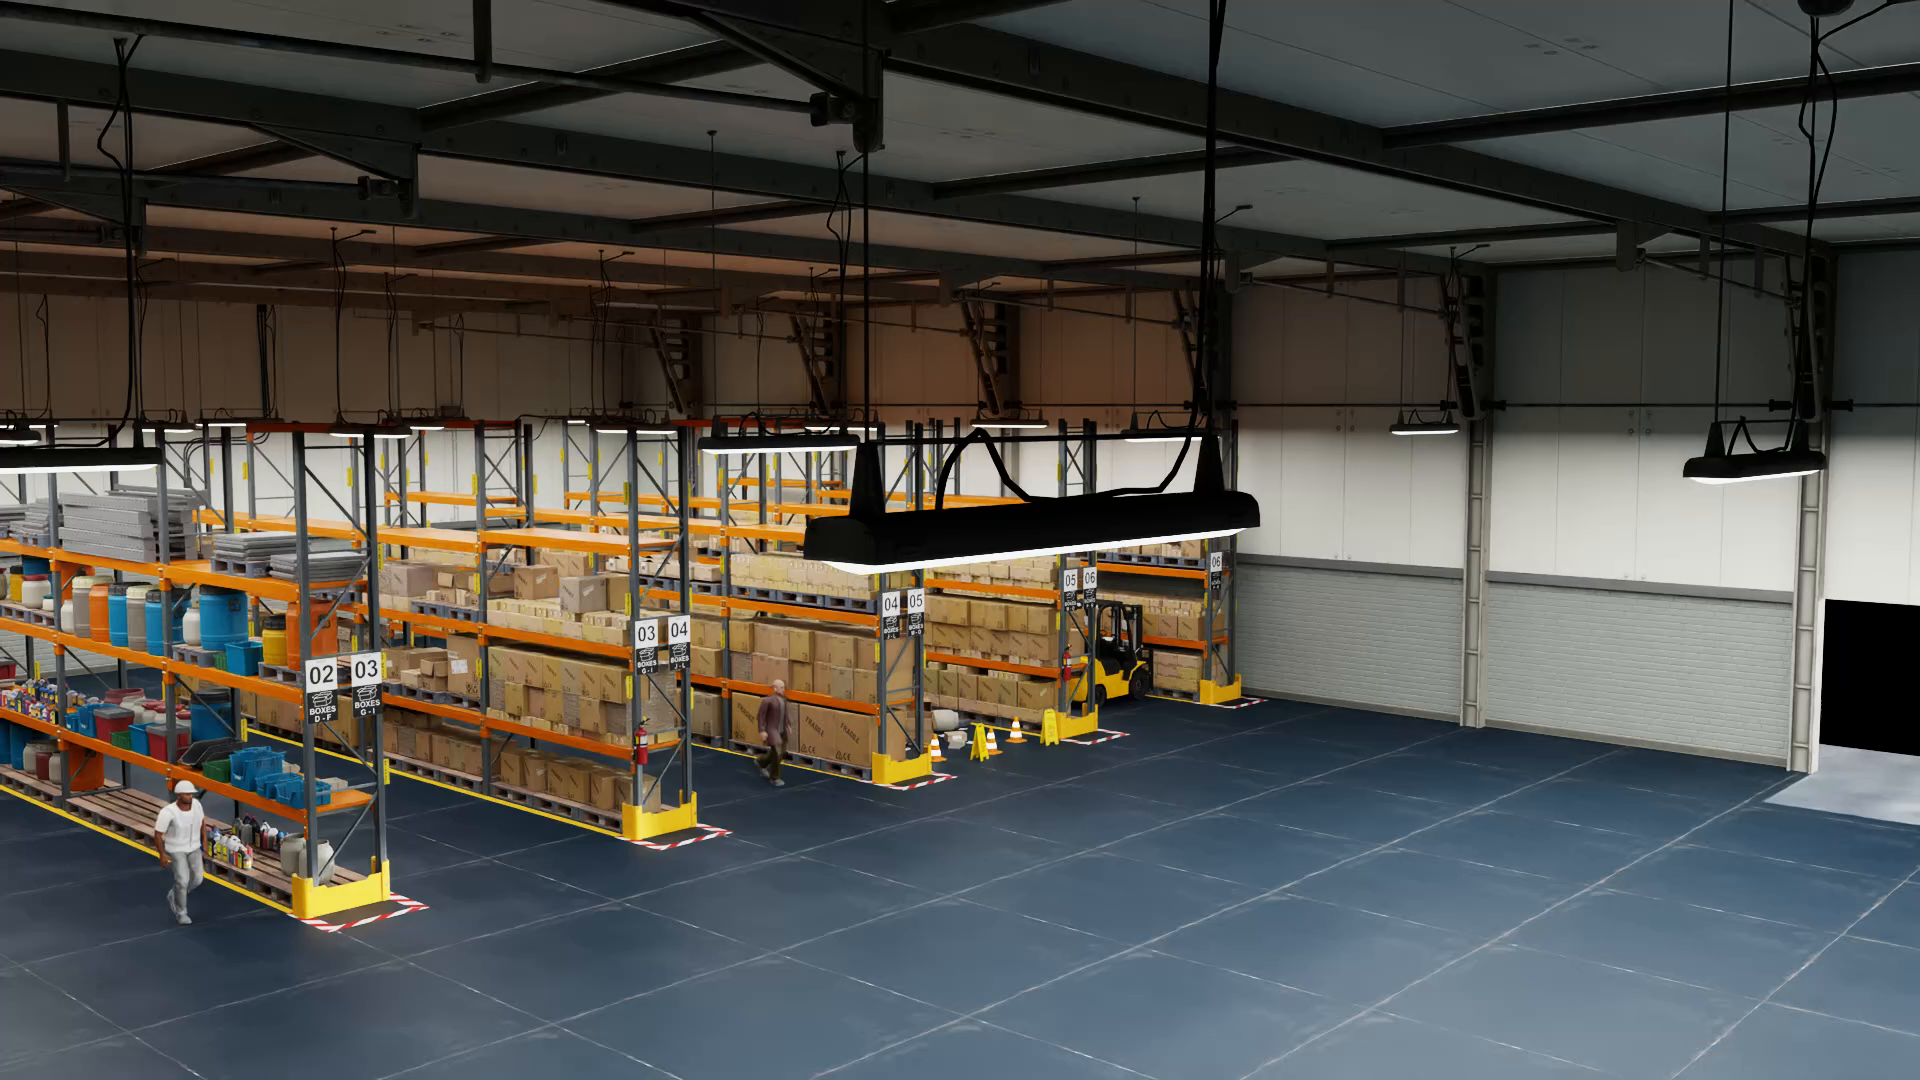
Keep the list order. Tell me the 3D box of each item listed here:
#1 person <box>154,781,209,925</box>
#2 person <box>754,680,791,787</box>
[{"bbox_3d":[-9.578,3.799,20.413,0.623,1.744,0.672,3,5,29],"label":"person"},{"bbox_3d":[-3.172,3.192,27.798,0.768,1.760,0.664,3,5,30],"label":"person"}]
